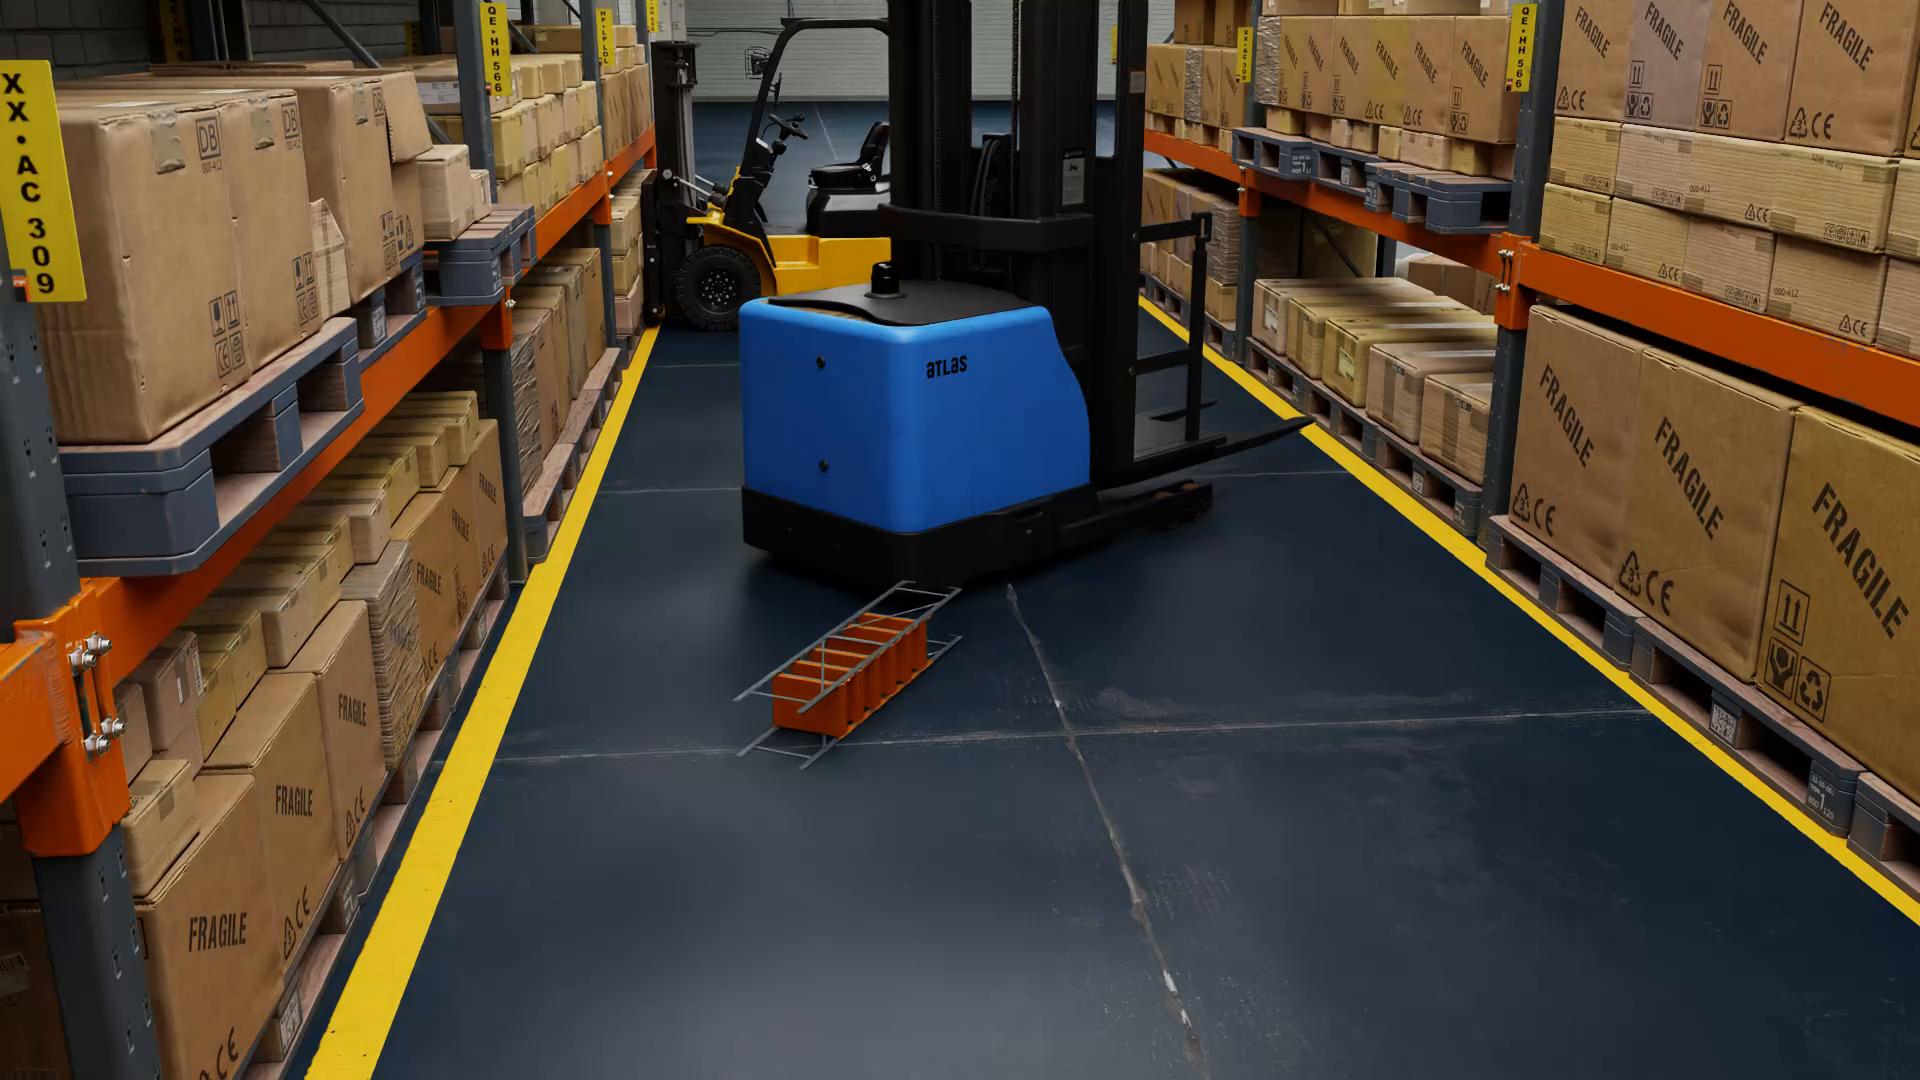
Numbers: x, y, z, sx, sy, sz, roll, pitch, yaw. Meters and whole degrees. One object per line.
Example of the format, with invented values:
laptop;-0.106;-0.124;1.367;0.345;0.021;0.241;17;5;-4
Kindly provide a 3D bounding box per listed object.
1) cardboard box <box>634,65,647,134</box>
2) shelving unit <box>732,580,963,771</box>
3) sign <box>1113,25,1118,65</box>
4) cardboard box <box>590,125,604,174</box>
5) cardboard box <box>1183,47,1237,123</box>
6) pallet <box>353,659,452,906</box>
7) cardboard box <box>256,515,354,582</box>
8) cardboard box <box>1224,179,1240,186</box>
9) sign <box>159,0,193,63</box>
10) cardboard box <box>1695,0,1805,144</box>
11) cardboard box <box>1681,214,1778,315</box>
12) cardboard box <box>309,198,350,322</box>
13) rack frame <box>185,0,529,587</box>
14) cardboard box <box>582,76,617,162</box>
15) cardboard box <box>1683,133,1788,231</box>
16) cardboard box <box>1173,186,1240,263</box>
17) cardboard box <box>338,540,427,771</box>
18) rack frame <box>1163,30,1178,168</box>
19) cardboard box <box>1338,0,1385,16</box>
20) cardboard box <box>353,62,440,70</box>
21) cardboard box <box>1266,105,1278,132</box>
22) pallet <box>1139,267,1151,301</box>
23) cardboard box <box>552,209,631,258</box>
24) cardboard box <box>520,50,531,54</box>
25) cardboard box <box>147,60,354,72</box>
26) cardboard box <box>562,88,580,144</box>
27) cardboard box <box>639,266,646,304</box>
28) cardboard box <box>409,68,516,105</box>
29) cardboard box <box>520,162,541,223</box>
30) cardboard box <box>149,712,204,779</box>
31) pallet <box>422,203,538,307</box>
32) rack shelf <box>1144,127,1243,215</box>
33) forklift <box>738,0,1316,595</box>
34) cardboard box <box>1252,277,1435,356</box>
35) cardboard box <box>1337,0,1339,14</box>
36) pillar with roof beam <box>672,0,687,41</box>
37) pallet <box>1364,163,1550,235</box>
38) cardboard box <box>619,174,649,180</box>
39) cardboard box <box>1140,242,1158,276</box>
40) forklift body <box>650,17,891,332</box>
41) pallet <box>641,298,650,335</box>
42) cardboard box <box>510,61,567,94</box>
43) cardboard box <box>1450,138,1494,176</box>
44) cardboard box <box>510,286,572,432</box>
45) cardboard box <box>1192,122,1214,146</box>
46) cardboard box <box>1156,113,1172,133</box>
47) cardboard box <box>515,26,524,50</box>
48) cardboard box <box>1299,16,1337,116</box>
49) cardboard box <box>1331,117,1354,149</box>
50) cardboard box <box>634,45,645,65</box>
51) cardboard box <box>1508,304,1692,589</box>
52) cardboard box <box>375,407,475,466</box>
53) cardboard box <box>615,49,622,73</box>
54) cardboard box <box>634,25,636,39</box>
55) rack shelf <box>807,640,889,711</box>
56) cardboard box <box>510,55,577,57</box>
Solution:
cardboard box;-2.698;-3.387;12.792;0.500;0.500;0.500;-1;17;-4
shelving unit;-0.338;0.419;5.517;0.258;0.189;1.200;7;19;22
sign;1.343;-4.184;14.050;0.100;0.325;0.005;-2;18;-6
cardboard box;-2.330;-2.228;9.515;0.500;0.250;0.500;-1;17;-4
cardboard box;1.884;-3.218;11.755;0.500;0.500;0.500;-1;17;-4
pallet;-2.067;0.667;4.700;1.003;0.211;1.213;-2;18;-6
cardboard box;-1.843;0.043;4.421;0.380;0.149;0.250;-2;18;-5
cardboard box;2.327;-2.497;12.761;0.500;0.500;0.500;-2;18;-7
sign;-2.781;-1.784;5.918;0.100;0.325;0.005;-2;18;-6
cardboard box;2.614;-1.472;5.022;0.500;0.500;0.500;-1;17;-4
cardboard box;2.627;-0.870;5.191;0.500;0.250;0.500;-1;17;-4
cardboard box;-1.578;-0.620;3.667;0.396;0.266;0.258;-1;17;-3
rack frame;-2.229;-1.250;6.149;1.000;3.000;0.127;-2;18;-6
cardboard box;-2.428;-2.629;10.377;0.500;0.500;0.500;-2;18;-7
cardboard box;2.606;-1.110;5.119;0.500;0.250;0.500;-2;18;-6
cardboard box;1.859;-2.313;12.176;0.500;0.500;0.500;-1;17;-3
cardboard box;-1.802;0.321;4.617;0.500;0.500;0.500;-2;18;-8
rack frame;1.882;-3.788;14.233;1.000;3.000;0.127;-2;18;-6
cardboard box;2.206;-2.824;8.716;0.380;0.149;0.250;-1;17;-3
cardboard box;-2.642;-2.154;7.781;0.380;0.149;0.250;-1;17;-4
cardboard box;2.038;-2.502;9.857;0.380;0.149;0.250;-2;17;-5
pallet;1.939;-2.191;13.805;1.003;0.211;1.213;-2;18;-6
cardboard box;-2.380;-1.961;10.635;0.500;0.250;0.500;-2;18;-6
cardboard box;-3.008;-3.192;11.086;0.380;0.149;0.250;-1;17;-4
cardboard box;-2.332;-1.339;5.568;0.500;0.500;0.500;-1;17;-3
cardboard box;-2.230;-2.164;8.479;0.500;0.250;0.500;-1;17;-5
cardboard box;-2.499;-1.788;11.752;0.500;0.250;0.500;-1;17;-5
cardboard box;-2.050;-1.866;6.863;0.380;0.149;0.250;-1;17;-4
cardboard box;-2.079;-1.468;7.095;0.500;0.250;0.500;-2;18;-7
cardboard box;-1.695;0.430;3.190;0.380;0.149;0.250;-2;18;-7
pallet;-2.090;-0.958;5.542;1.213;0.211;1.003;-2;18;-6
rack shelf;2.089;-2.848;12.443;1.077;0.370;4.000;-2;18;-6
forklift;0.492;-1.543;7.198;1.130;2.935;3.031;17;24;42
cardboard box;2.352;-1.386;10.271;0.950;0.372;0.625;-2;17;-5
cardboard box;2.465;-3.400;10.667;0.700;0.500;0.500;-2;18;-6
pillar with roof beam;-2.691;-15.331;40.987;9.100;9.000;0.400;-2;18;-6
pallet;2.528;-1.522;7.336;1.213;0.211;1.003;-2;18;-6
cardboard box;-2.638;-2.719;13.050;0.500;0.250;0.500;-1;17;-5
cardboard box;1.736;-2.275;13.305;0.500;0.250;0.500;-1;17;-4
forklift body;-1.044;-2.719;12.249;2.313;2.155;1.214;-2;18;-6
pallet;-2.811;-1.713;12.282;1.003;0.211;1.213;-2;18;-6
cardboard box;-2.120;-2.247;8.077;0.380;0.149;0.250;-2;18;-7
cardboard box;2.340;-1.653;7.151;0.380;0.149;0.250;-2;17;-5
cardboard box;-2.425;-0.898;8.294;0.875;0.625;0.625;-3;18;-8
cardboard box;1.851;-2.865;11.714;0.380;0.149;0.250;-2;18;-6
cardboard box;1.739;-3.251;12.943;0.380;0.149;0.250;-1;17;-4
cardboard box;-3.095;-3.331;11.034;0.380;0.149;0.250;-2;18;-7
cardboard box;2.148;-2.540;8.896;0.500;0.500;0.500;-2;18;-6
cardboard box;2.145;-2.113;8.617;0.380;0.149;0.250;-1;17;-4
cardboard box;-2.684;-3.820;13.088;0.380;0.149;0.250;-1;17;-5
cardboard box;2.696;-0.382;6.233;0.875;0.875;0.875;-2;18;-6
cardboard box;-1.867;-0.347;5.664;0.380;0.149;0.250;-3;18;-9
cardboard box;-2.473;-3.209;11.142;0.380;0.149;0.250;-2;18;-6
cardboard box;-2.698;-3.882;12.789;0.380;0.149;0.250;-1;17;-4
rack shelf;-0.368;0.440;5.451;0.258;0.180;0.103;7;19;22
cardboard box;-2.341;-2.627;9.288;0.380;0.149;0.250;-2;18;-6
